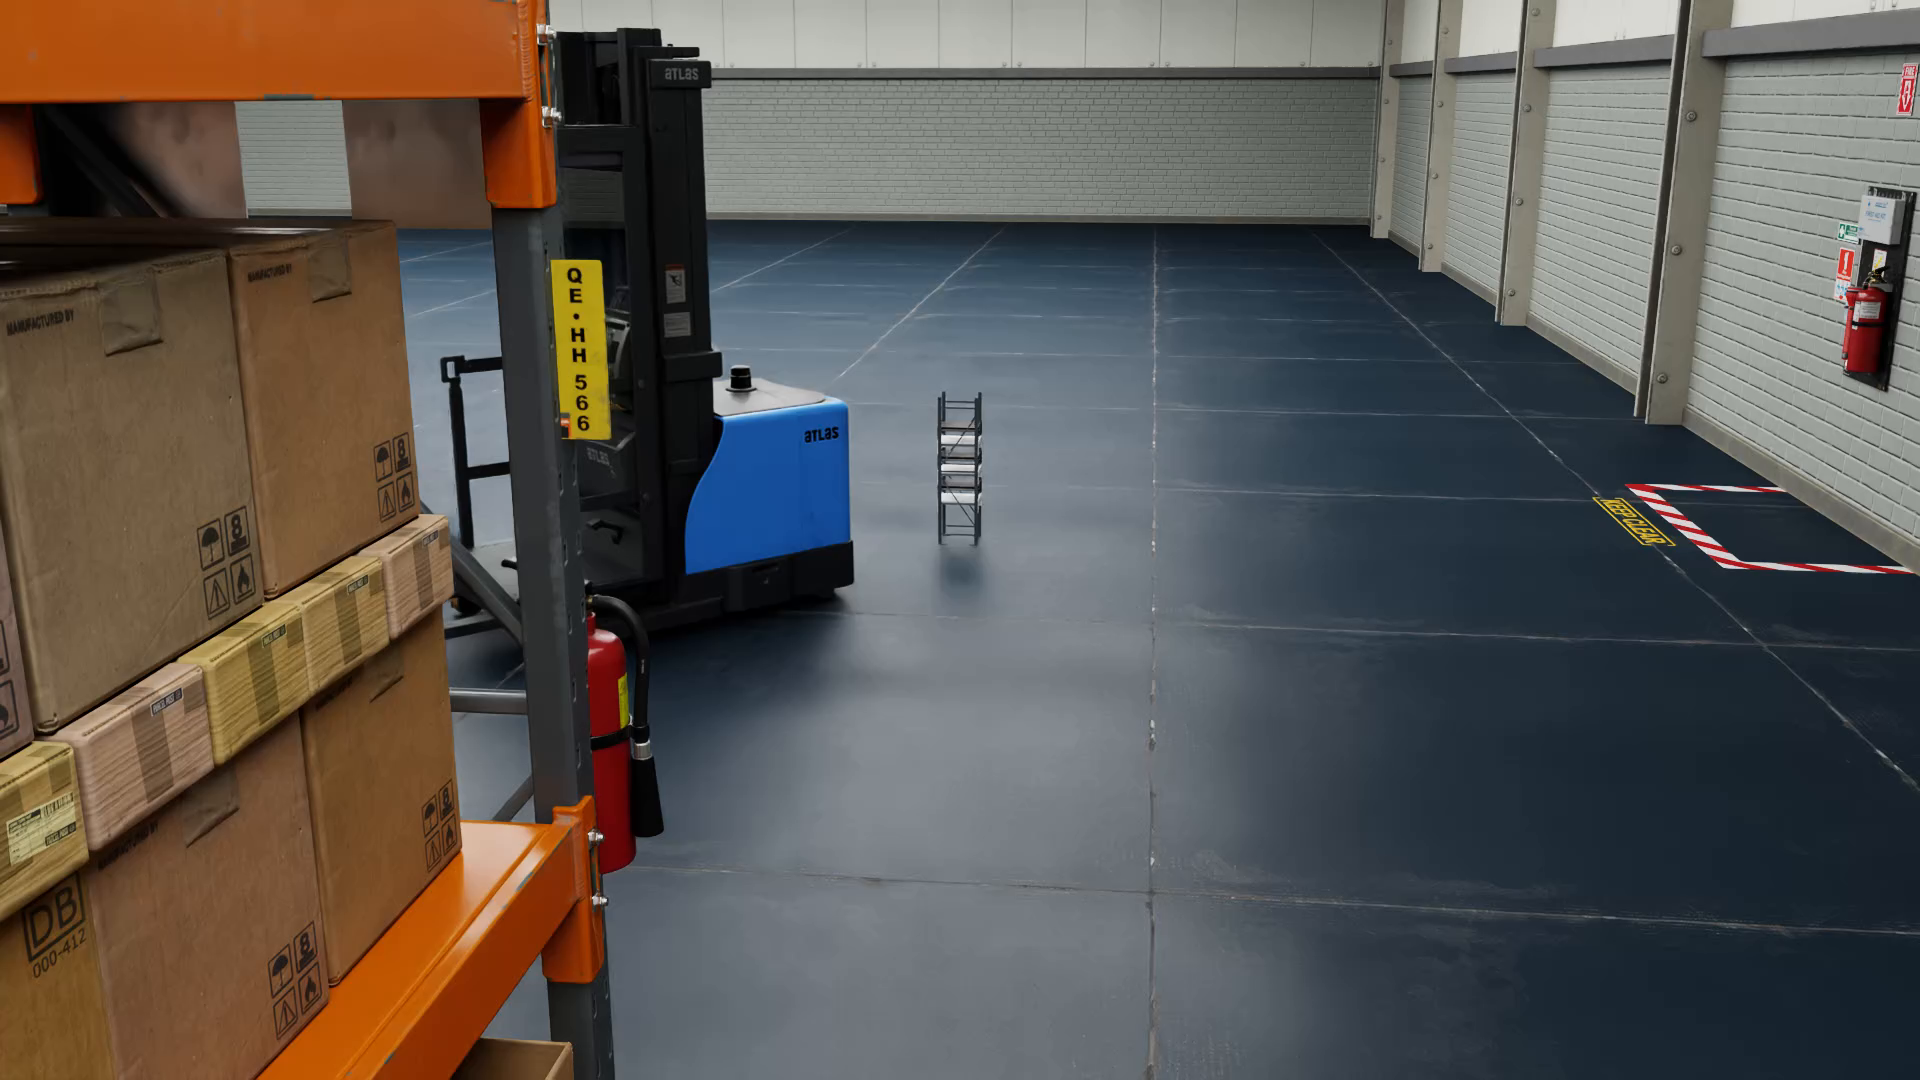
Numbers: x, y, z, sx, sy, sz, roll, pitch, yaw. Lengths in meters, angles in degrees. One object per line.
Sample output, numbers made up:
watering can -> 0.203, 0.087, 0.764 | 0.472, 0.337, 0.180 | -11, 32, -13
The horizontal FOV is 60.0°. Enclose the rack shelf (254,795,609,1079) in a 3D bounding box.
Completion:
rack shelf -> -1.452, 1.177, 1.440 | 1.077, 0.370, 4.000 | 2, 15, 6

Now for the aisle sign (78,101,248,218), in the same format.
aisle sign -> -1.523, -0.970, 3.021 | 0.394, 0.787, 0.004 | 2, 15, 6

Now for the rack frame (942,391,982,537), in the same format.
rack frame -> 0.011, -0.459, 10.134 | 0.240, 0.900, 0.006 | 2, 15, 6

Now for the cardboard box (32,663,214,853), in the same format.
cardboard box -> -1.167, 0.254, 2.042 | 0.380, 0.149, 0.250 | 2, 15, 7

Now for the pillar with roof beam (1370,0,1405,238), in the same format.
pillar with roof beam -> 3.585, -10.140, 30.424 | 9.100, 9.000, 0.400 | 2, 15, 6

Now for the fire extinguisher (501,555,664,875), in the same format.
fire extinguisher -> -0.751, 0.332, 3.337 | 0.296, 0.674, 0.183 | 2, 15, 6

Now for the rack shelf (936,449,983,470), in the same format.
rack shelf -> -0.001, -0.487, 10.022 | 0.258, 0.077, 0.200 | 2, 15, 6

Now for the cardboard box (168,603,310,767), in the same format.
cardboard box -> -1.137, 0.189, 2.283 | 0.380, 0.149, 0.250 | 1, 15, 5

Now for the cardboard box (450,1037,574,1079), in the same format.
cardboard box -> -0.991, 1.222, 2.924 | 0.500, 0.500, 0.500 | 2, 15, 6

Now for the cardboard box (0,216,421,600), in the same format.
cardboard box -> -1.297, -0.229, 2.585 | 0.700, 0.500, 0.500 | 2, 15, 6

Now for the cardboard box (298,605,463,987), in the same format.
cardboard box -> -1.291, 0.384, 2.805 | 0.700, 0.500, 0.500 | 2, 15, 6

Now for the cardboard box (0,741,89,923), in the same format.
cardboard box -> -1.197, 0.322, 1.790 | 0.380, 0.149, 0.250 | 2, 15, 8

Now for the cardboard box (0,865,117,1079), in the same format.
cardboard box -> -1.408, 0.649, 1.825 | 0.700, 0.500, 0.500 | 2, 15, 7

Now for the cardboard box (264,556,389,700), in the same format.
cardboard box -> -1.108, 0.123, 2.528 | 0.380, 0.149, 0.250 | 2, 15, 8

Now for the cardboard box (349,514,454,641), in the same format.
cardboard box -> -1.080, 0.055, 2.779 | 0.380, 0.149, 0.250 | 1, 15, 5

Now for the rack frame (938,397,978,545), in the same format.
rack frame -> -0.012, -0.406, 9.939 | 0.240, 0.900, 0.006 | 2, 15, 6

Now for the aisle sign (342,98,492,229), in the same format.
aisle sign -> -0.927, -0.952, 2.956 | 0.394, 0.787, 0.004 | 2, 15, 6

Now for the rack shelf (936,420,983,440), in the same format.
rack shelf -> -0.001, -0.661, 9.975 | 0.258, 0.077, 0.200 | 2, 15, 6

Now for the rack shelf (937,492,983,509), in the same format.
rack shelf -> -0.001, -0.226, 10.092 | 0.258, 0.077, 0.200 | 2, 15, 6

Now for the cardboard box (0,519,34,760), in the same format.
cardboard box -> -1.407, 0.038, 1.596 | 0.700, 0.500, 0.500 | 2, 15, 6

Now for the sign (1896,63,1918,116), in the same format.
sign -> 5.571, -2.651, 9.778 | 0.001, 0.298, 0.199 | 2, 15, 6

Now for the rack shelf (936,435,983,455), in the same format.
rack shelf -> -0.001, -0.574, 9.999 | 0.258, 0.077, 0.200 | 2, 15, 6

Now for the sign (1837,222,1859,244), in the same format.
sign -> 5.626, -1.945, 10.526 | 0.001, 0.109, 0.331 | 2, 15, 6

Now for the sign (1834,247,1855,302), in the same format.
sign -> 5.636, -1.690, 10.598 | 0.001, 0.329, 0.234 | 2, 15, 6

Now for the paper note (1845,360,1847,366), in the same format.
paper note -> 5.559, -1.151, 10.361 | 0.016, 0.148, 0.142 | 2, 15, 6

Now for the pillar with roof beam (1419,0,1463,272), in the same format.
pillar with roof beam -> 2.908, -8.584, 24.669 | 9.100, 9.000, 0.400 | 2, 15, 6

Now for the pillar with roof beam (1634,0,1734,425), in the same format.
pillar with roof beam -> 1.553, -5.472, 13.159 | 9.100, 9.000, 0.400 | 2, 15, 6

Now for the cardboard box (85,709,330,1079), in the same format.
cardboard box -> -1.346, 0.520, 2.301 | 0.700, 0.500, 0.500 | 2, 15, 8

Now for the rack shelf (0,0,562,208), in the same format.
rack shelf -> -1.452, -0.271, 1.048 | 1.077, 0.370, 4.000 | 2, 15, 6

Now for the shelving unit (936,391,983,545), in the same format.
shelving unit -> -0.001, -0.432, 10.037 | 0.258, 0.900, 0.210 | 2, 15, 6

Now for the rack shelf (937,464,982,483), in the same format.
rack shelf -> -0.001, -0.400, 10.046 | 0.258, 0.077, 0.200 | 2, 15, 6

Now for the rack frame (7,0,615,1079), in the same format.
rack frame -> -1.223, 0.311, 3.264 | 0.949, 2.616, 0.053 | 2, 15, 6

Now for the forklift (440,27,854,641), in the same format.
forklift -> -2.040, -0.971, 8.139 | 3.031, 2.935, 1.130 | -12, 19, -37

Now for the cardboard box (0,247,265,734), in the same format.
cardboard box -> -1.351, -0.092, 2.080 | 0.700, 0.500, 0.500 | 1, 15, 5

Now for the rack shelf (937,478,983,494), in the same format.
rack shelf -> -0.001, -0.313, 10.069 | 0.258, 0.077, 0.200 | 2, 15, 6

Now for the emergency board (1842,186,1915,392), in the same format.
emergency board -> 5.471, -1.533, 10.084 | 0.194, 1.169, 0.643 | 2, 15, 6

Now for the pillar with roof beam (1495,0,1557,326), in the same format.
pillar with roof beam -> 2.231, -7.028, 18.914 | 9.100, 9.000, 0.400 | 2, 15, 6

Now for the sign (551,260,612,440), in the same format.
sign -> -0.688, -0.342, 3.010 | 0.100, 0.325, 0.005 | 2, 15, 6
